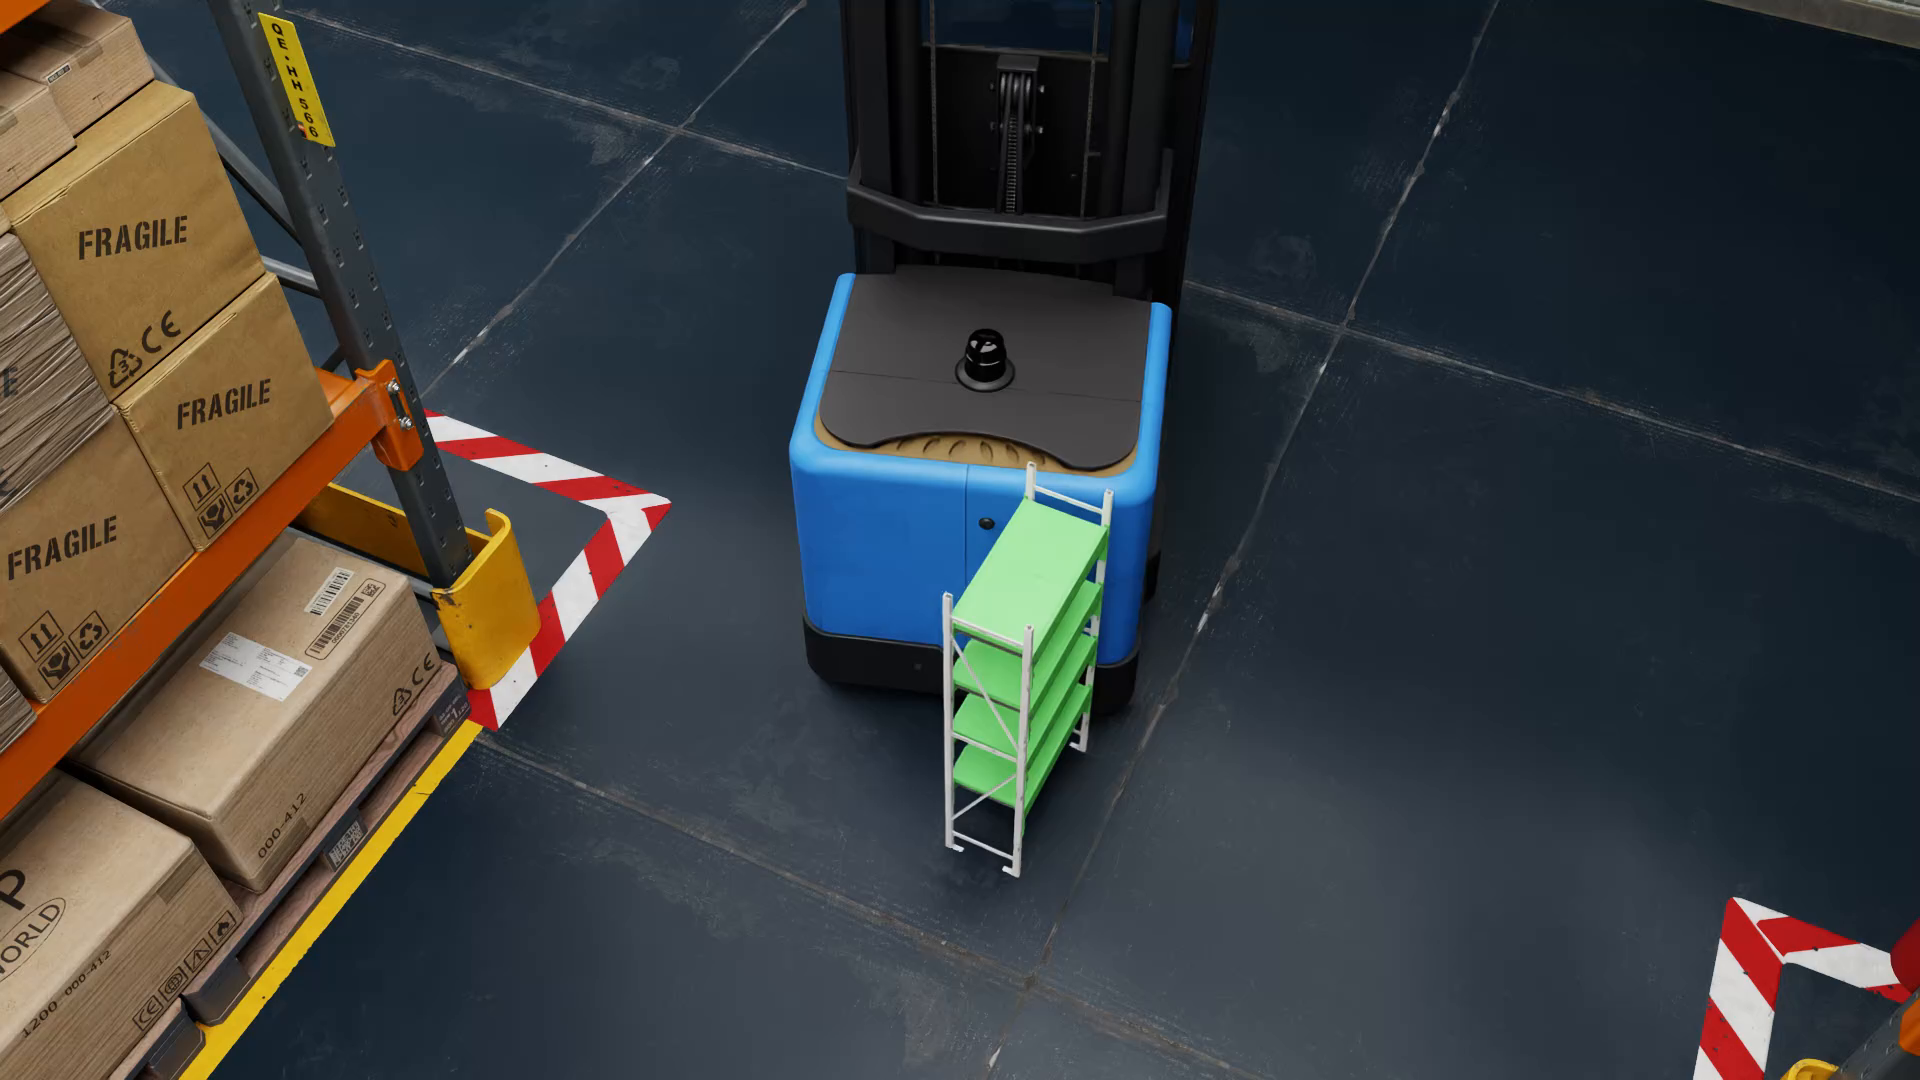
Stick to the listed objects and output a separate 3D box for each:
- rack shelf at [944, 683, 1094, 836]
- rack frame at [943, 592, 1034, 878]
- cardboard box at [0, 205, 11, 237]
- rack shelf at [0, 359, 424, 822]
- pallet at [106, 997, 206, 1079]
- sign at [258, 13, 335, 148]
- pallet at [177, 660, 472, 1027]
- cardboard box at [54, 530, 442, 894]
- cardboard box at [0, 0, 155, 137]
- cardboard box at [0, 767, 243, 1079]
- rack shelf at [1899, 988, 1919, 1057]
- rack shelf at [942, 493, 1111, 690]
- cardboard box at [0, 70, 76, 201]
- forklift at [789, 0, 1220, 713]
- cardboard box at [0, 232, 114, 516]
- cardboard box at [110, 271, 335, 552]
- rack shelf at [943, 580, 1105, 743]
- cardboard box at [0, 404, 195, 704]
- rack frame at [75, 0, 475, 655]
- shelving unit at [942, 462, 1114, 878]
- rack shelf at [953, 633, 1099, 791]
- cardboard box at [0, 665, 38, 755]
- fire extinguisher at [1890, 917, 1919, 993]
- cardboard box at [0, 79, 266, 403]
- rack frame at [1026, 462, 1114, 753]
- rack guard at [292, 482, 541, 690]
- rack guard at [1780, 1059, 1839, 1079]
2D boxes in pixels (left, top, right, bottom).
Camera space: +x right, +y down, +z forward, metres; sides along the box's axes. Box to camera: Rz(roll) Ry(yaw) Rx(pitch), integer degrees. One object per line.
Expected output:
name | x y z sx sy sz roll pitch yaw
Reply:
rack shelf | 0.176 0.592 4.857 0.258 0.148 0.480 21 53 17
rack frame | 0.068 0.562 4.484 0.240 1.200 0.015 21 53 17
cardboard box | -2.070 -0.632 3.170 0.380 0.149 0.250 19 52 16
rack shelf | -2.832 0.845 3.534 1.077 0.370 4.000 20 52 16
pallet | -2.770 1.552 4.291 1.003 0.211 1.213 20 52 16
sign | -1.492 -1.031 3.742 0.100 0.325 0.005 20 52 16
pallet | -2.248 0.715 5.003 1.003 0.211 1.213 20 52 16
cardboard box | -2.169 0.416 4.833 0.875 0.438 0.875 18 52 15
cardboard box | -1.949 -1.020 3.500 0.380 0.149 0.250 20 53 17
cardboard box | -2.552 1.049 4.294 0.875 0.438 0.875 21 53 17
rack shelf | 1.658 2.458 2.162 1.077 0.370 4.000 20 52 16
rack shelf | 0.176 0.126 4.309 0.258 0.148 0.480 21 53 17
cardboard box | -2.036 -0.837 3.345 0.380 0.149 0.250 21 53 17
forklift | 0.231 -1.551 5.145 1.130 2.935 3.031 6 50 5
cardboard box | -2.165 -0.343 3.350 0.500 0.500 0.500 20 52 16
cardboard box | -1.944 -0.379 4.038 0.500 0.500 0.500 20 53 16
rack shelf | 0.176 0.281 4.492 0.258 0.148 0.480 21 53 17
cardboard box | -2.172 -0.039 3.748 0.500 0.500 0.500 19 52 15
rack frame | -1.977 -0.765 4.432 1.000 3.000 0.127 20 52 16
shelving unit | 0.176 0.396 4.626 0.258 1.200 0.503 21 53 17
rack shelf | 0.176 0.437 4.674 0.258 0.148 0.480 21 53 17
cardboard box | -2.383 0.319 3.444 0.500 0.500 0.500 21 53 17
fire extinguisher | 2.157 0.742 3.445 0.296 0.674 0.183 20 52 16
cardboard box | -1.968 -0.712 3.664 0.500 0.500 0.500 21 53 17
rack frame | 0.285 0.229 4.767 0.240 1.200 0.015 21 53 17
rack guard | -1.967 0.028 5.398 1.175 0.500 0.348 20 52 16
rack guard | 2.480 1.710 3.967 1.175 0.500 0.348 20 52 16
